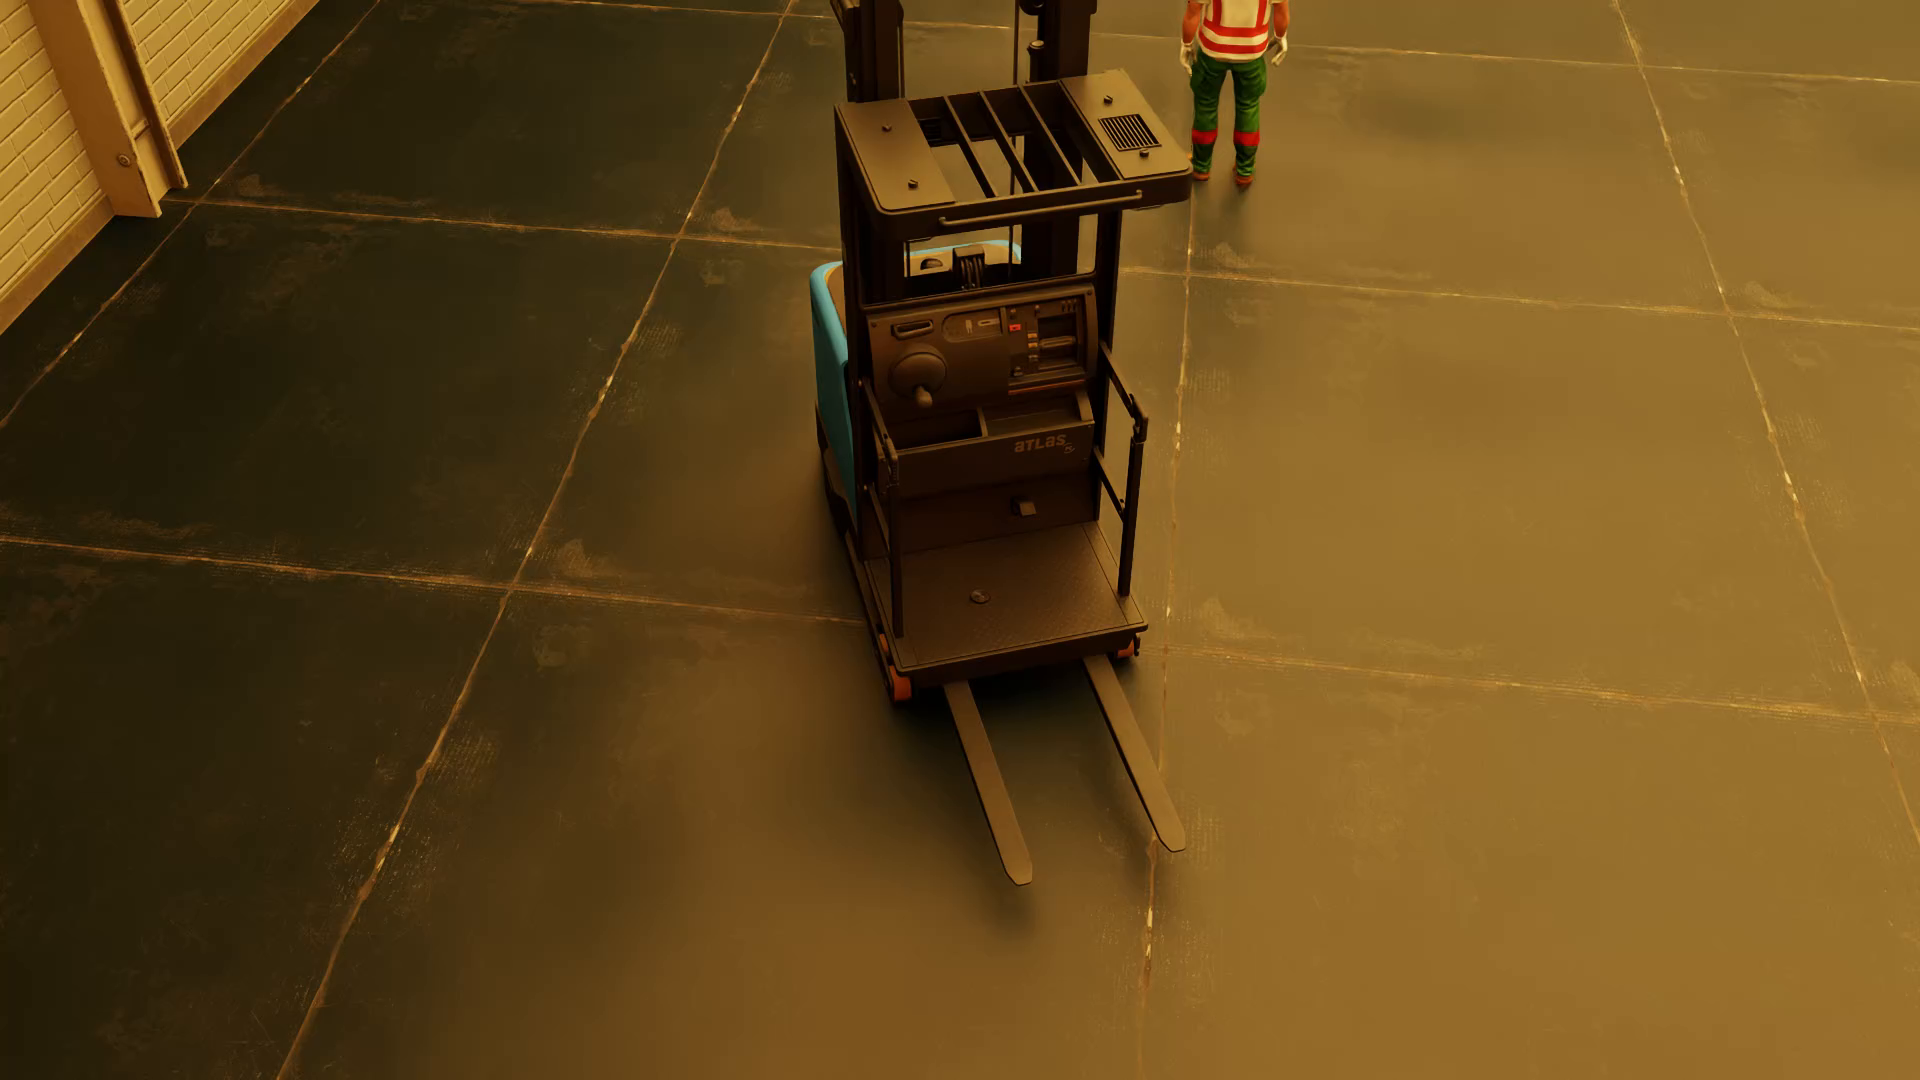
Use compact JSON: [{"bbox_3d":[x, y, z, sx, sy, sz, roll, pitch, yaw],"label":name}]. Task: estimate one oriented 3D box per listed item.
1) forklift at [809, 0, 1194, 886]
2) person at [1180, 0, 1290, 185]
[{"bbox_3d":[0.153,-0.681,6.465,1.130,2.935,3.031,-10,44,-11],"label":"forklift"},{"bbox_3d":[1.600,-2.908,9.746,0.633,1.804,0.483,2,43,2],"label":"person"}]
